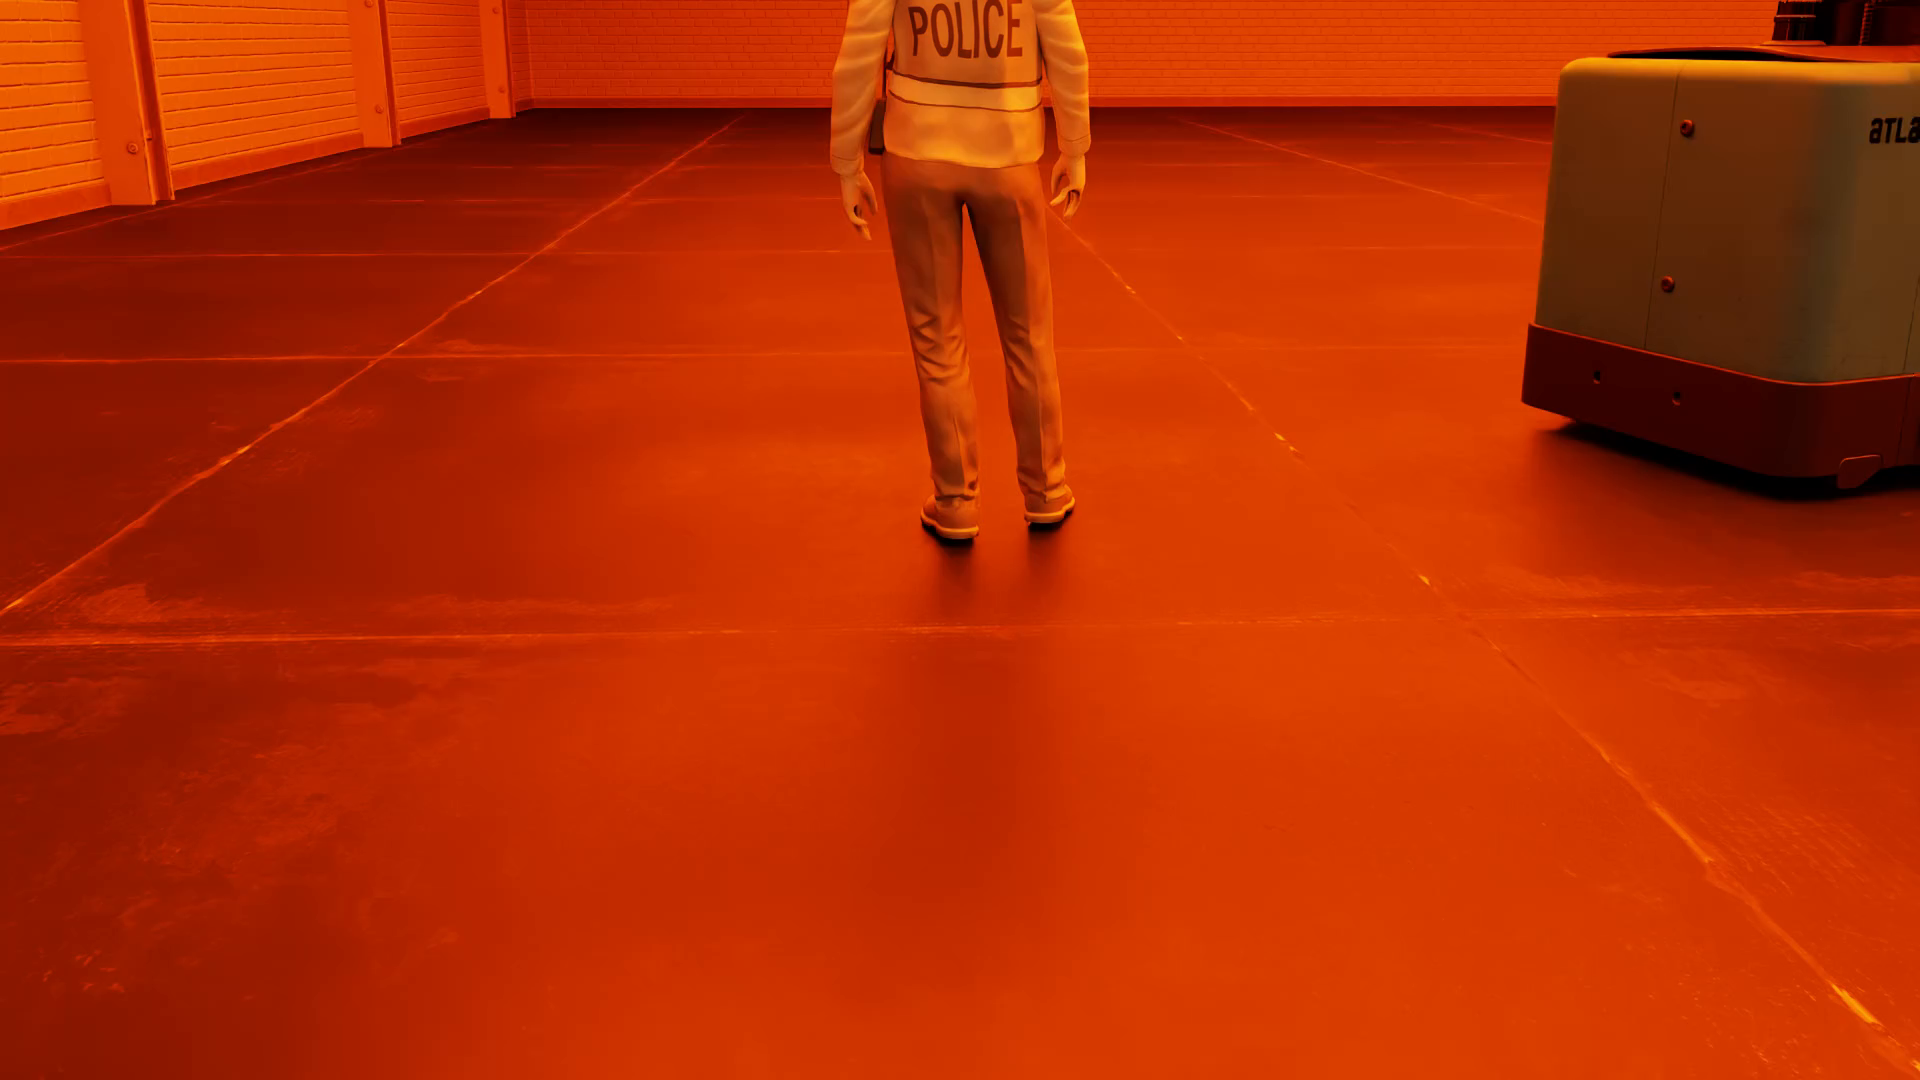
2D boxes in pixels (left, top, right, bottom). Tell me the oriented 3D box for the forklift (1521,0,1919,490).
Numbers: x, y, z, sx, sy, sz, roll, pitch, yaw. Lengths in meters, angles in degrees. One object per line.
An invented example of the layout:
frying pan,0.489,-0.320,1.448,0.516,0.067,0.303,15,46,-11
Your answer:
forklift,3.270,-1.785,4.742,3.031,2.935,1.130,-7,18,-21

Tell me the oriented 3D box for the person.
person,0.003,-0.837,3.734,0.587,1.694,0.530,-1,17,-3
